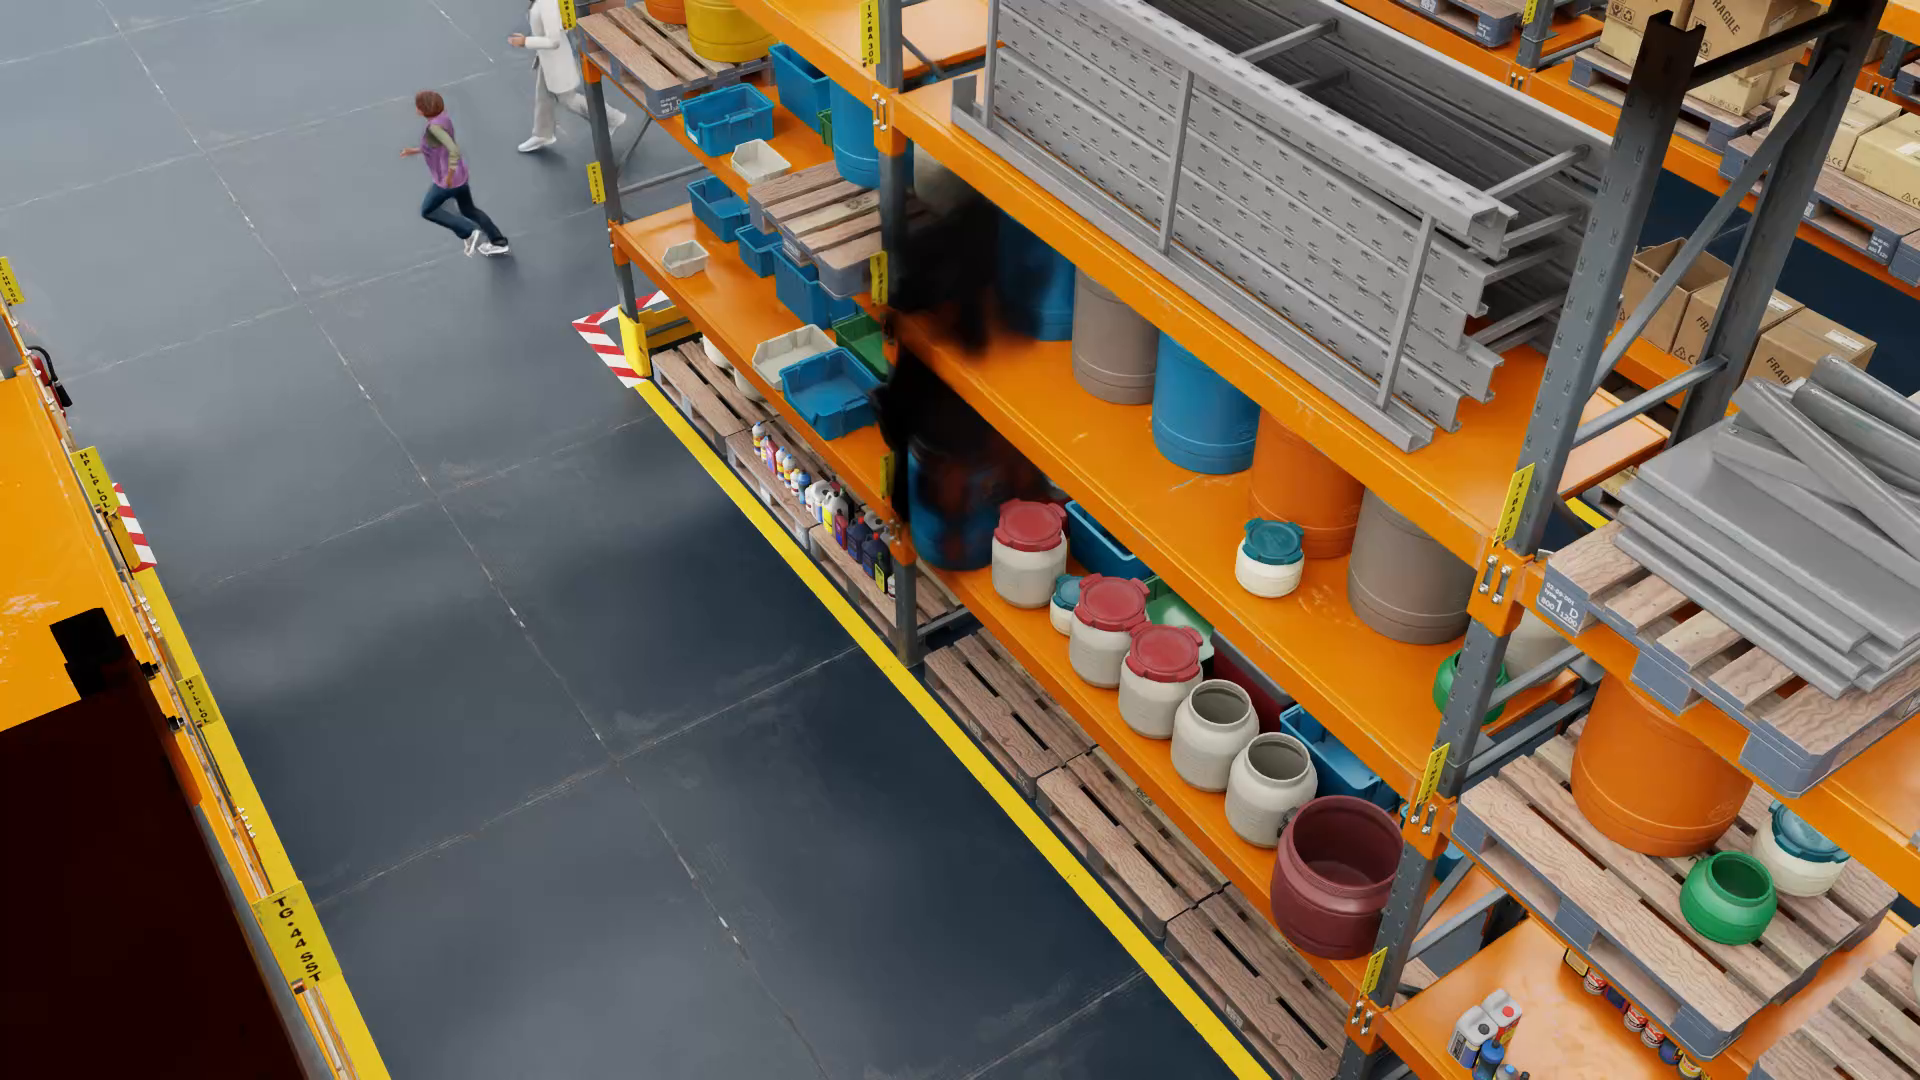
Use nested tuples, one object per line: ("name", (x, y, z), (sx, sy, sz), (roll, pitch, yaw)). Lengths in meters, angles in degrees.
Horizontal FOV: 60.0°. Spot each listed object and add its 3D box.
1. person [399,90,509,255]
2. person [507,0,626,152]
("person", (-4.273, -2.971, 13.887), (0.743, 1.466, 0.565), (0, 43, 0))
("person", (-3.662, -4.382, 15.198), (1.049, 1.796, 0.707), (-8, 43, -8))
